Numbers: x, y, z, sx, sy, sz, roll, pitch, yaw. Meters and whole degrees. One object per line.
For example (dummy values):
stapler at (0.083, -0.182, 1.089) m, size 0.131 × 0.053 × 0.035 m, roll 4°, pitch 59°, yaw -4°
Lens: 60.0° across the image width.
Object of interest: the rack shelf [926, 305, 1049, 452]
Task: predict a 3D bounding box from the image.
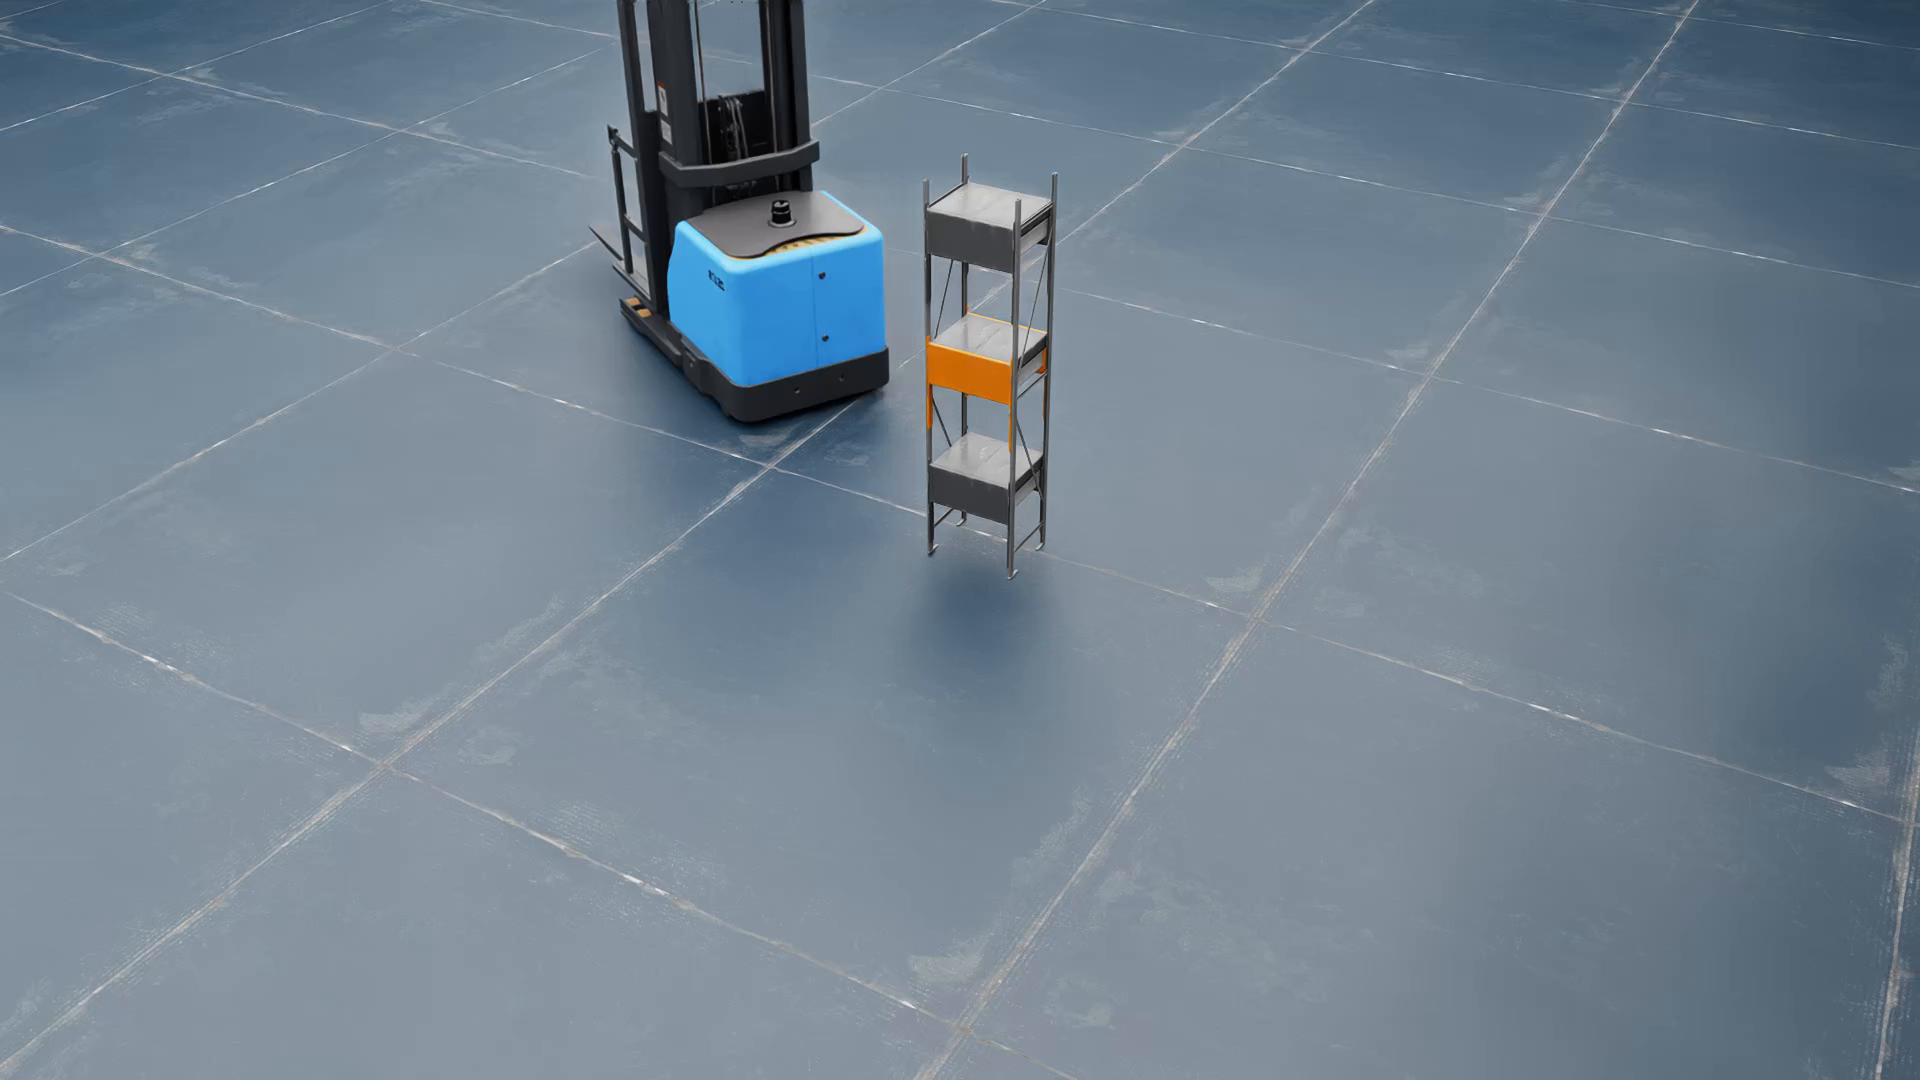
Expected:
rack shelf at (0.144, -0.817, 8.378) m, size 0.480 × 0.518 × 0.431 m, roll 18°, pitch 37°, yaw 24°

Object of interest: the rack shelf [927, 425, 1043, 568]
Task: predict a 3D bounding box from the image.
rack shelf at (0.144, -0.234, 8.766) m, size 0.480 × 0.518 × 0.431 m, roll 18°, pitch 37°, yaw 24°

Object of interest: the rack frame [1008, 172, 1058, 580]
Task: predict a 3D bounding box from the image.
rack frame at (0.356, -0.761, 8.270) m, size 0.015 × 2.100 × 0.400 m, roll 18°, pitch 37°, yaw 24°

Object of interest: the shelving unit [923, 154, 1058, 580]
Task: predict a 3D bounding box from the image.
shelving unit at (0.144, -0.828, 8.371) m, size 0.503 × 2.100 × 0.431 m, roll 18°, pitch 37°, yaw 24°

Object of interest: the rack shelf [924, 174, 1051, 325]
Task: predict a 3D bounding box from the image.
rack shelf at (0.144, -1.400, 7.990) m, size 0.480 × 0.518 × 0.431 m, roll 18°, pitch 37°, yaw 24°

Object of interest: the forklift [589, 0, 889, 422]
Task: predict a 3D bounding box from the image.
forklift at (-1.631, -2.712, 10.449) m, size 1.130 × 2.935 × 3.031 m, roll -18°, pitch 38°, yaw -25°

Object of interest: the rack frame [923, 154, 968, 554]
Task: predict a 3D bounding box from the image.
rack frame at (-0.068, -0.896, 8.471) m, size 0.015 × 2.100 × 0.400 m, roll 18°, pitch 37°, yaw 24°
